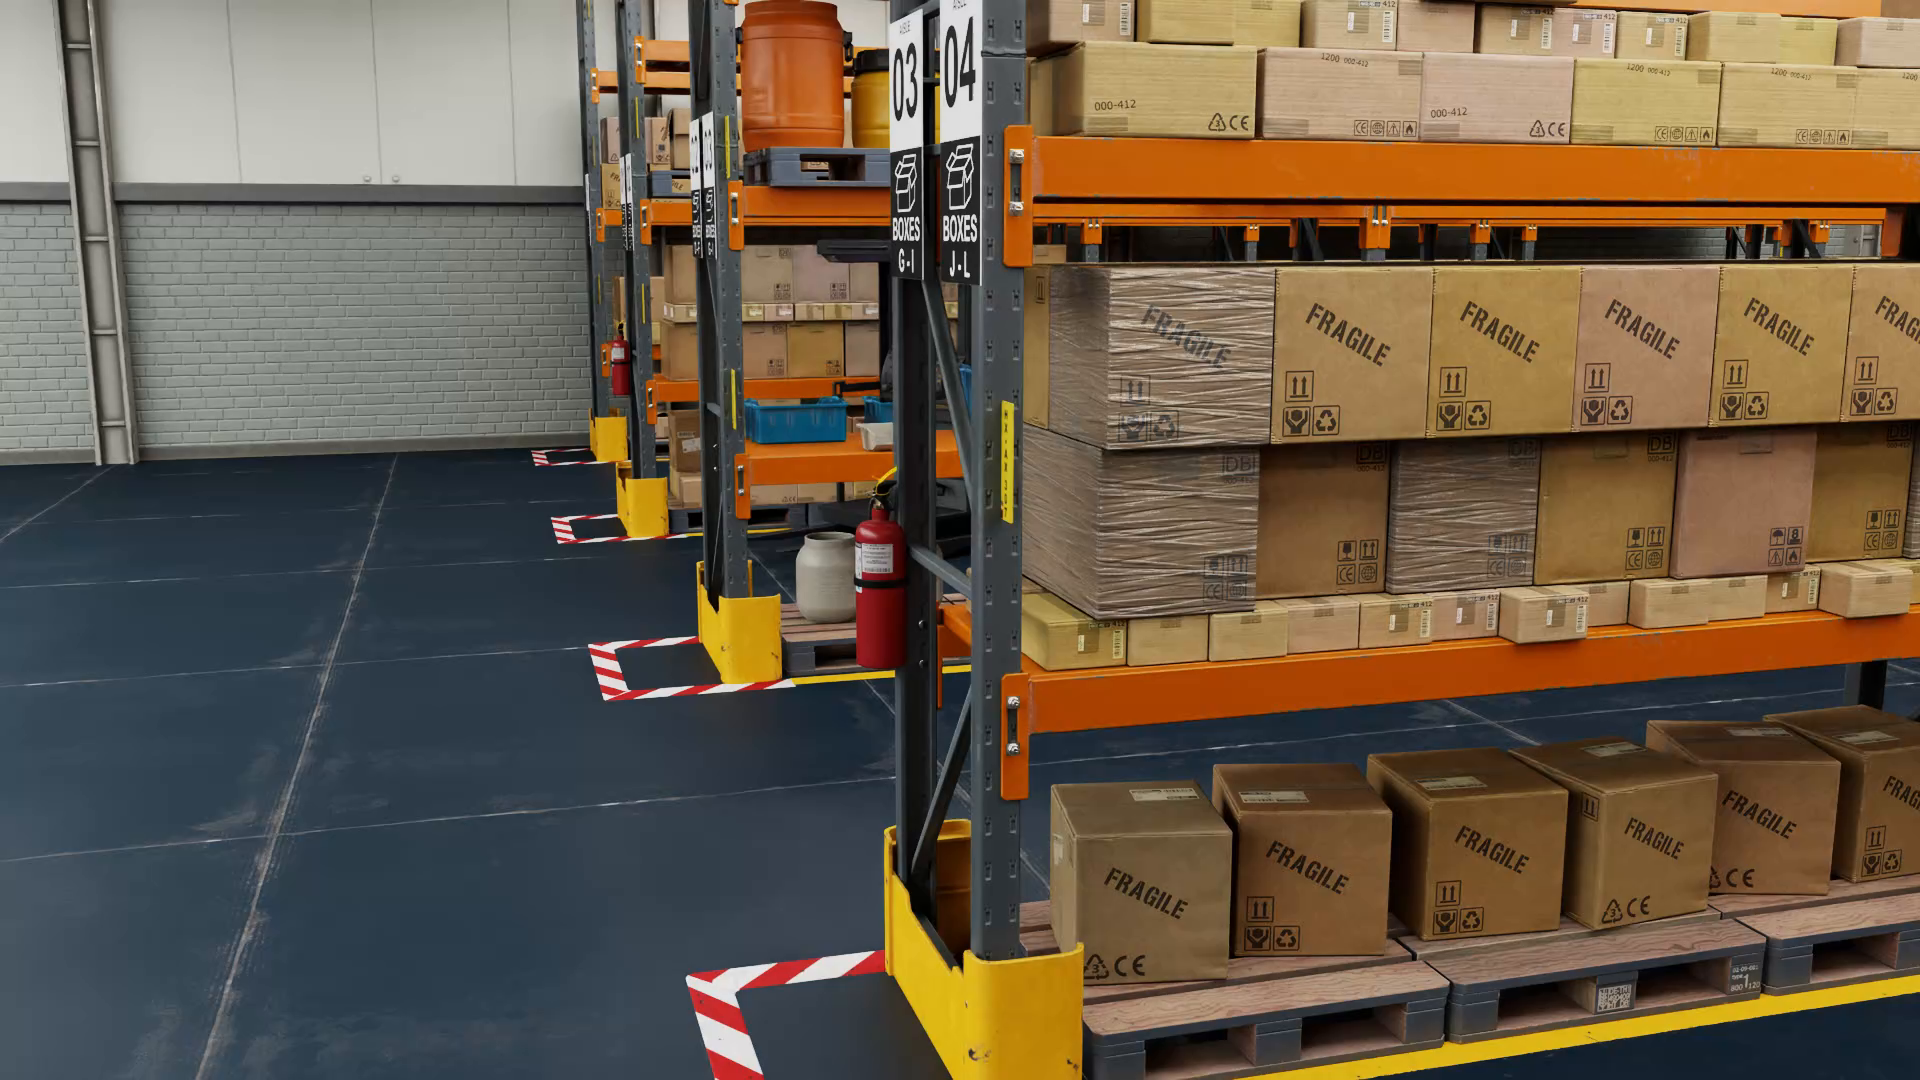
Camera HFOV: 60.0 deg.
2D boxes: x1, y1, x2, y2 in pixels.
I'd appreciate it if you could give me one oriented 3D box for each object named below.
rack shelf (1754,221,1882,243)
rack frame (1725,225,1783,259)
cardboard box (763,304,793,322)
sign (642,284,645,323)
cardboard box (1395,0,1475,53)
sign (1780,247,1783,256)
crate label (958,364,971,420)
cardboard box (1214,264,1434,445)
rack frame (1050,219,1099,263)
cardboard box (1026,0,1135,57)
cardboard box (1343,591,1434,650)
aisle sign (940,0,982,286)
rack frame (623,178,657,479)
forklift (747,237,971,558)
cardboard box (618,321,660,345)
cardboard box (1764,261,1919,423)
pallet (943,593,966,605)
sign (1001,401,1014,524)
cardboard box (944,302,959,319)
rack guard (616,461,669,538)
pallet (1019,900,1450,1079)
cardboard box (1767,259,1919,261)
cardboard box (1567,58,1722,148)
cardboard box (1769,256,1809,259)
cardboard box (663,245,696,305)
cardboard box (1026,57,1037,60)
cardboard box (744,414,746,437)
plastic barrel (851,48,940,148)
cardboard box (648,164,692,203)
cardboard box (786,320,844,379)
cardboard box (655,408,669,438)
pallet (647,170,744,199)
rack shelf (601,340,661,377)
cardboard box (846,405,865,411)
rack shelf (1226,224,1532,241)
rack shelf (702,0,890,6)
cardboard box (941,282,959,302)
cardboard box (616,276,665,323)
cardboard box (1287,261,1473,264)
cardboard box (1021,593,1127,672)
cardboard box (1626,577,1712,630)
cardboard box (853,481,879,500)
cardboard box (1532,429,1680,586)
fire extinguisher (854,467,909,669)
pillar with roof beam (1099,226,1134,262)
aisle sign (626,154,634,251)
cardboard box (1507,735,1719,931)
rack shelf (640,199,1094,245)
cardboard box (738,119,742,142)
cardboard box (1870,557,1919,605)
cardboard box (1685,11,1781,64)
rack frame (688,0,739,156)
[{"bbox_3d":[10.653,-3.433,18.113,4.000,0.370,1.077,-3,11,-16],"label":"rack shelf"},{"bbox_3d":[11.185,-3.274,23.546,0.127,3.000,1.000,-3,11,-16],"label":"rack frame"},{"bbox_3d":[-1.616,-1.993,14.518,0.250,0.149,0.380,-3,11,-17],"label":"cardboard box"},{"bbox_3d":[-2.640,-1.971,13.860,0.005,0.325,0.100,-3,11,-16],"label":"sign"},{"bbox_3d":[1.305,-1.496,4.916,0.250,0.149,0.380,-3,11,-16],"label":"cardboard box"},{"bbox_3d":[11.323,-3.865,22.904,0.005,0.325,0.100,-3,11,-16],"label":"sign"},{"bbox_3d":[0.284,-0.900,10.551,0.616,0.435,0.502,-3,11,-16],"label":"crate label"},{"bbox_3d":[1.063,-0.573,5.014,0.500,0.500,0.500,-3,11,-16],"label":"cardboard box"},{"bbox_3d":[1.052,-1.806,15.571,0.127,3.000,1.000,-3,11,-16],"label":"rack frame"},{"bbox_3d":[0.305,-1.452,4.679,0.250,0.149,0.380,-3,11,-16],"label":"cardboard box"},{"bbox_3d":[1.282,0.222,5.248,0.250,0.149,0.380,-3,11,-16],"label":"cardboard box"},{"bbox_3d":[0.001,-1.104,4.580,0.004,0.787,0.394,-3,11,-16],"label":"aisle sign"},{"bbox_3d":[-2.789,-1.603,14.471,0.127,3.000,1.000,-3,11,-16],"label":"rack frame"},{"bbox_3d":[-0.456,-1.365,13.363,3.031,2.935,1.130,-10,14,-42],"label":"forklift"},{"bbox_3d":[-3.620,-2.370,18.994,0.500,0.250,0.500,-3,11,-18],"label":"cardboard box"},{"bbox_3d":[2.982,-0.675,5.567,0.500,0.500,0.500,-3,11,-16],"label":"cardboard box"},{"bbox_3d":[0.602,0.516,10.661,1.213,0.211,1.003,-3,11,-16],"label":"pallet"},{"bbox_3d":[0.128,-0.213,4.525,0.005,0.325,0.100,-3,11,-16],"label":"sign"},{"bbox_3d":[-0.127,-2.072,14.948,0.250,0.149,0.380,-3,11,-16],"label":"cardboard box"},{"bbox_3d":[-2.812,-0.373,14.691,0.348,0.500,1.175,-3,11,-16],"label":"rack guard"},{"bbox_3d":[0.839,1.451,5.579,1.213,0.211,1.003,-3,11,-16],"label":"pallet"},{"bbox_3d":[3.314,-0.792,6.206,0.500,0.500,0.500,-3,11,-16],"label":"cardboard box"},{"bbox_3d":[1.980,-1.341,5.174,0.500,0.250,0.500,-3,11,-14],"label":"cardboard box"},{"bbox_3d":[9.146,-2.822,18.054,0.500,0.500,0.500,-3,11,-16],"label":"cardboard box"},{"bbox_3d":[-2.286,-2.315,14.476,0.500,0.500,0.700,-3,11,-16],"label":"cardboard box"},{"bbox_3d":[0.156,-1.547,5.193,0.250,0.149,0.380,-3,11,-16],"label":"cardboard box"},{"bbox_3d":[-1.732,-0.841,14.691,0.500,0.500,0.500,-3,11,-16],"label":"cardboard box"},{"bbox_3d":[-0.349,-2.596,9.900,0.600,0.588,0.600,0,10,0],"label":"plastic barrel"},{"bbox_3d":[-3.261,-3.993,18.835,0.500,0.500,0.500,-2,11,-12],"label":"cardboard box"},{"bbox_3d":[-1.356,-1.726,14.859,0.500,0.500,0.700,-3,11,-16],"label":"cardboard box"},{"bbox_3d":[-3.488,-1.378,19.457,0.500,0.311,0.500,-4,11,-22],"label":"cardboard box"},{"bbox_3d":[-2.103,-3.066,14.378,1.213,0.211,1.003,-3,11,-16],"label":"pallet"},{"bbox_3d":[-2.257,-2.212,19.763,4.000,0.370,1.077,-3,11,-16],"label":"rack shelf"},{"bbox_3d":[-0.921,-0.984,15.468,0.500,0.500,0.500,-3,11,-16],"label":"cardboard box"},{"bbox_3d":[5.424,-4.092,21.690,4.000,0.370,1.077,-3,11,-16],"label":"rack shelf"},{"bbox_3d":[0.512,-3.243,9.901,4.000,0.370,1.077,-3,11,-16],"label":"rack shelf"},{"bbox_3d":[-0.339,-2.418,15.039,0.500,0.500,0.700,-3,11,-16],"label":"cardboard box"},{"bbox_3d":[-3.635,-2.741,18.939,0.500,0.500,0.500,-3,11,-16],"label":"cardboard box"},{"bbox_3d":[1.395,-0.690,5.652,0.500,0.500,0.500,-3,11,-16],"label":"cardboard box"},{"bbox_3d":[0.317,0.269,4.992,0.250,0.149,0.380,-3,11,-16],"label":"cardboard box"},{"bbox_3d":[2.248,0.175,5.503,0.250,0.149,0.380,-3,11,-16],"label":"cardboard box"},{"bbox_3d":[-0.771,-0.522,15.031,0.500,0.250,0.500,-3,11,-16],"label":"cardboard box"},{"bbox_3d":[1.934,-0.187,5.679,0.500,0.500,0.875,-3,11,-16],"label":"cardboard box"},{"bbox_3d":[-0.262,0.083,5.527,0.183,0.674,0.296,-3,11,-16],"label":"fire extinguisher"},{"bbox_3d":[3.217,-5.156,17.198,0.400,9.000,9.100,-3,11,-16],"label":"pillar with roof beam"},{"bbox_3d":[-2.766,-2.825,13.929,0.004,0.787,0.394,-3,11,-16],"label":"aisle sign"},{"bbox_3d":[2.300,1.028,5.922,0.500,0.500,0.500,-4,11,-21],"label":"cardboard box"},{"bbox_3d":[-0.869,-2.826,14.815,4.000,0.370,1.077,-3,11,-16],"label":"rack shelf"},{"bbox_3d":[-2.755,-4.512,18.893,0.500,0.500,0.500,-3,11,-14],"label":"cardboard box"},{"bbox_3d":[3.193,0.115,5.830,0.250,0.149,0.380,-3,11,-16],"label":"cardboard box"},{"bbox_3d":[2.322,-1.547,5.192,0.250,0.149,0.380,-2,11,-13],"label":"cardboard box"},{"bbox_3d":[-1.408,-3.693,9.250,0.127,3.000,1.000,-3,11,-16],"label":"rack frame"}]
